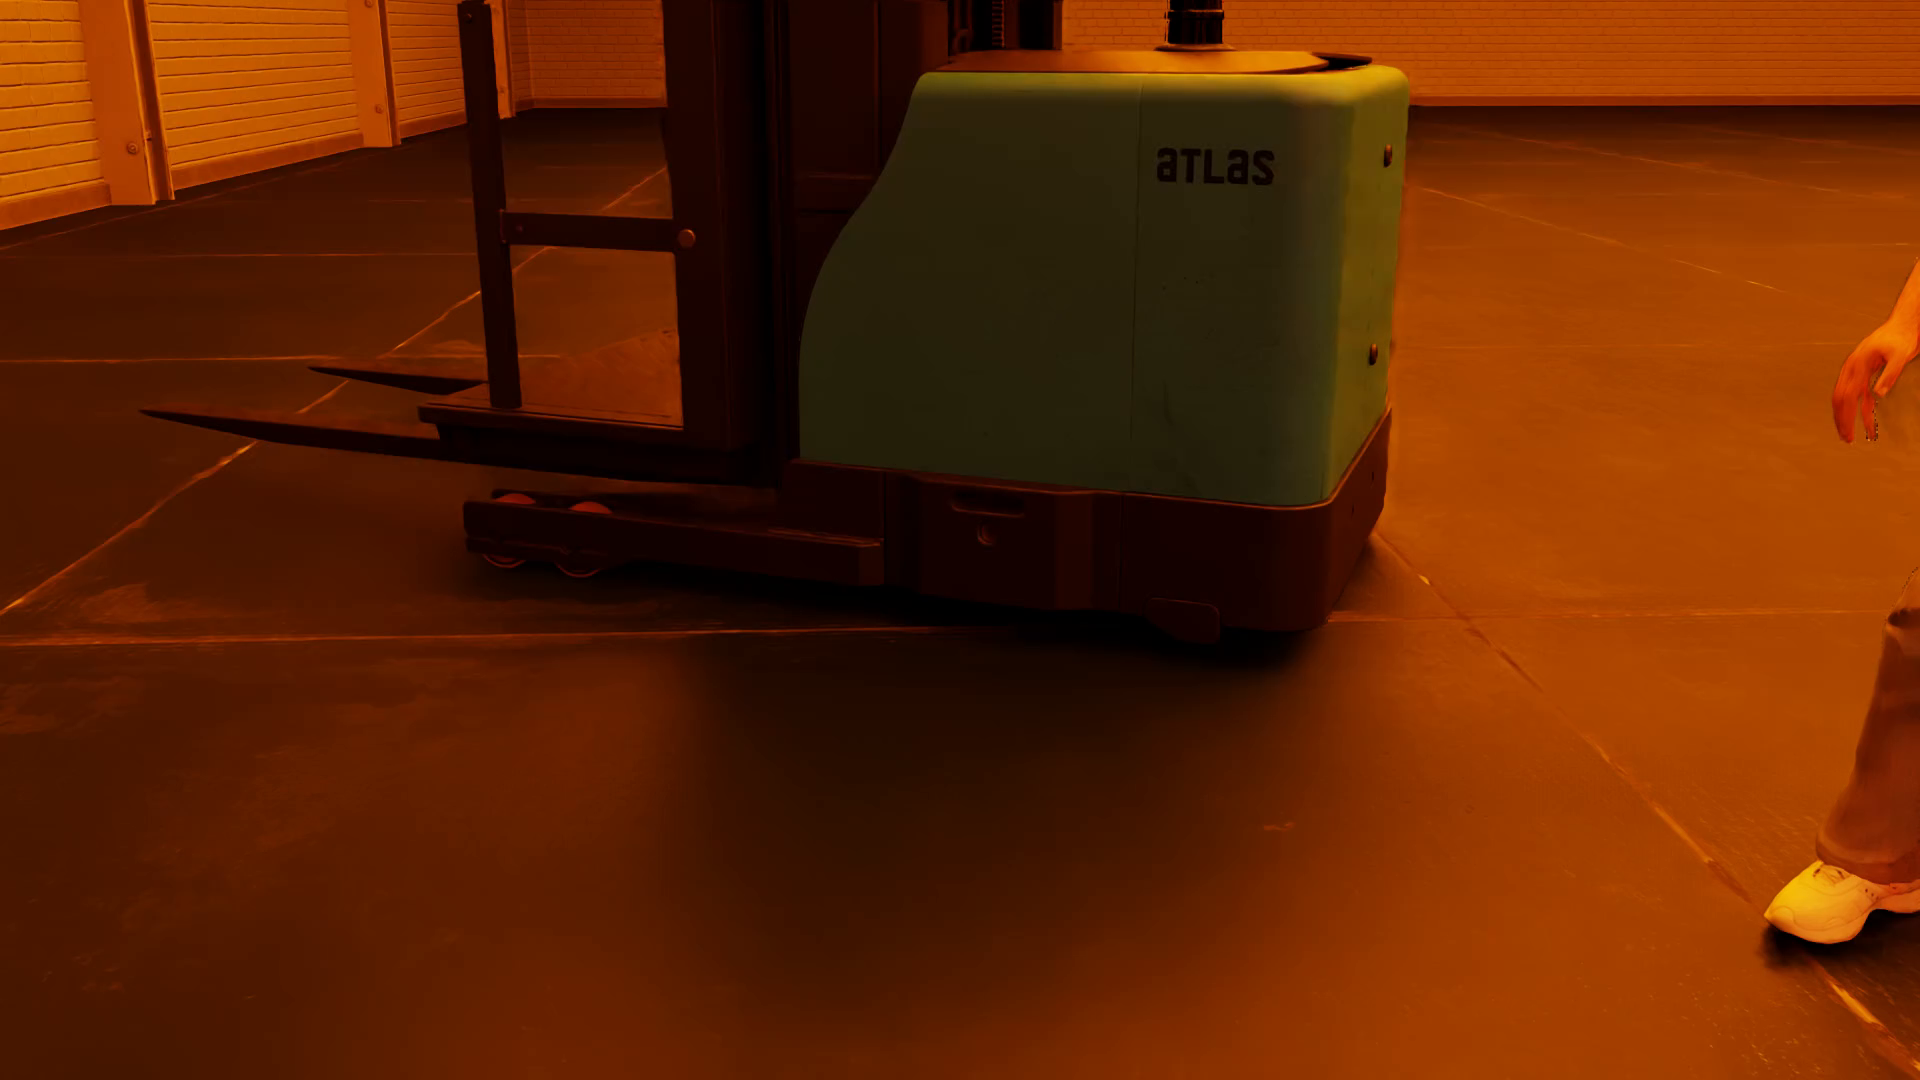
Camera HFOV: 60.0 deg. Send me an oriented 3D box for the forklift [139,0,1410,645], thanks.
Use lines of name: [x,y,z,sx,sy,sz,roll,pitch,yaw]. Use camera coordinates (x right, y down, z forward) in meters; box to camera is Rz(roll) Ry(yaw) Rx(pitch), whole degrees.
forklift: [-0.566,-1.454,3.660,3.031,2.935,1.130,6,18,20]

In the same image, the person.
person: [1.421,-0.090,1.911,0.484,1.342,0.664,-15,22,-40]
